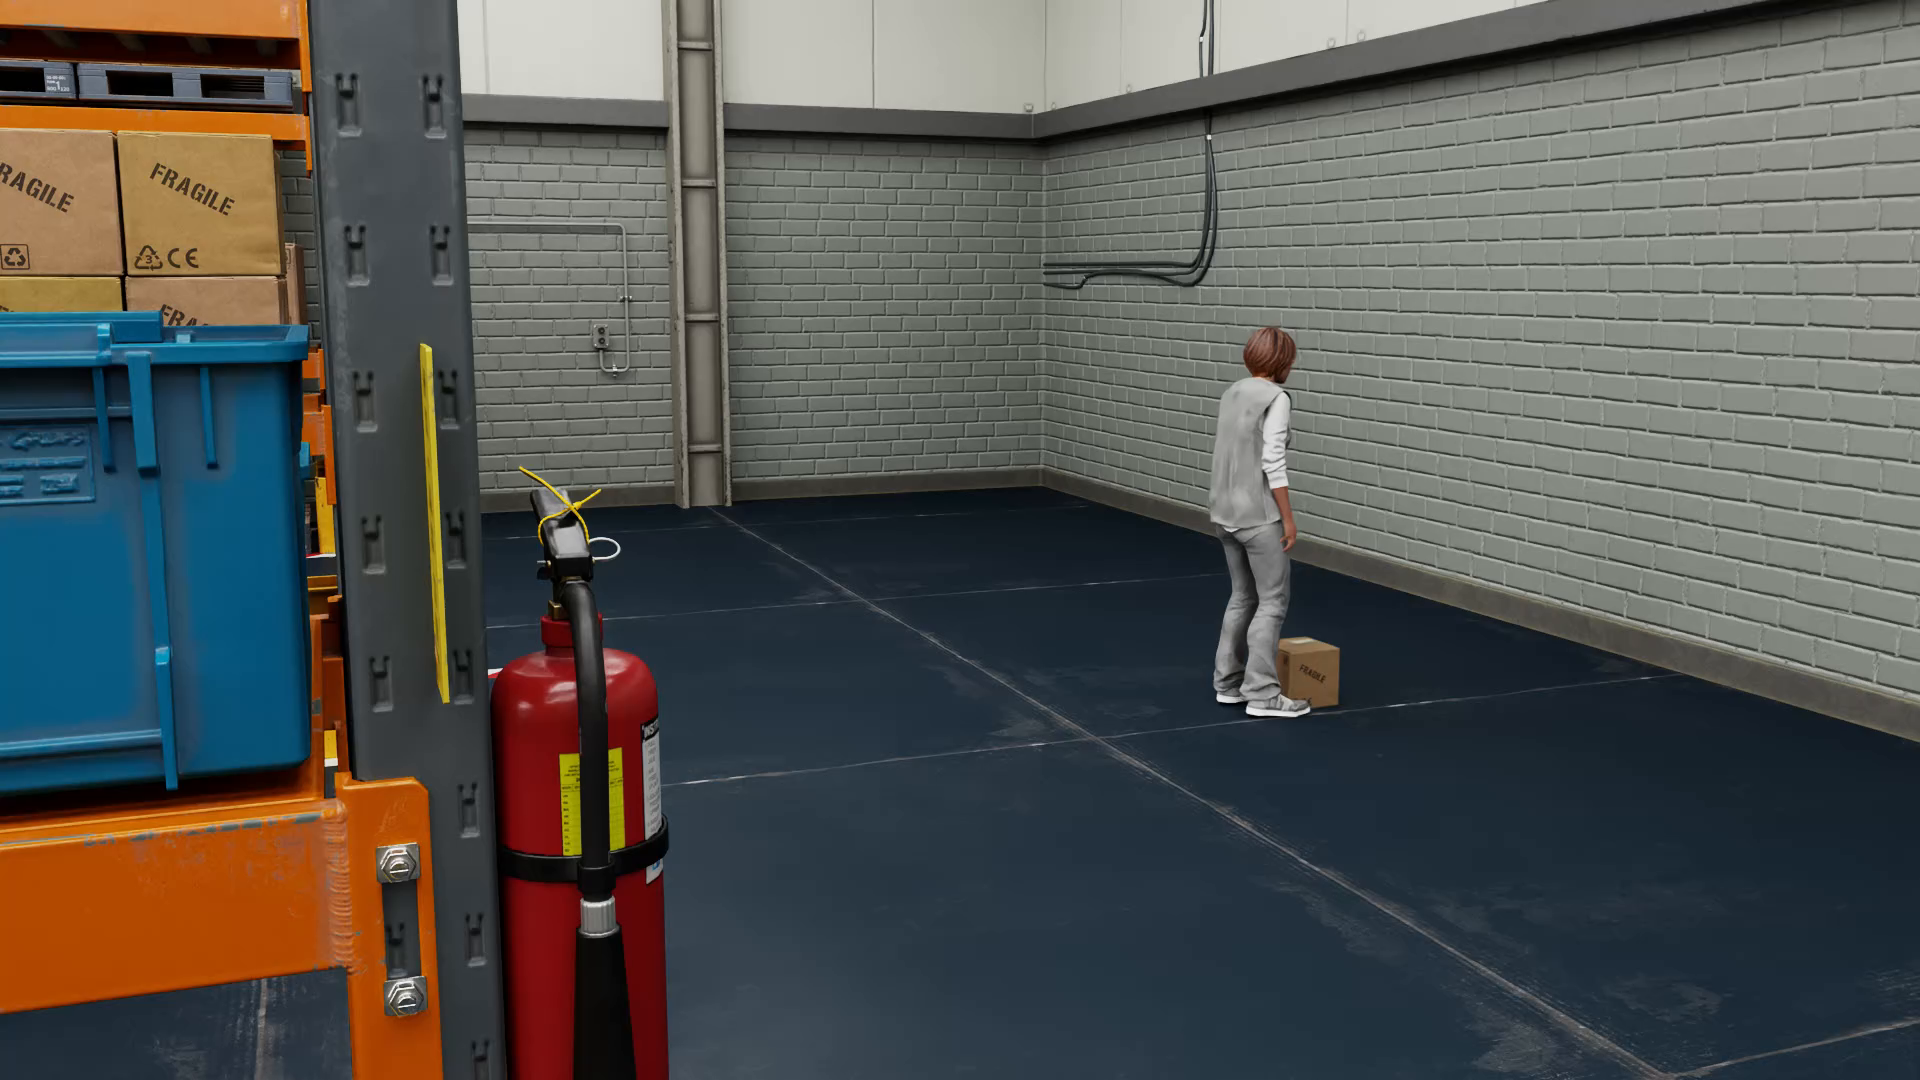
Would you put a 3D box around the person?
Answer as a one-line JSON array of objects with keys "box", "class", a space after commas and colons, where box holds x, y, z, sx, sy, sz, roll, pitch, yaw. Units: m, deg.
[{"box": [1.227, -0.079, 6.895, 0.344, 1.592, 0.460, -3, 10, -21], "class": "person"}]
